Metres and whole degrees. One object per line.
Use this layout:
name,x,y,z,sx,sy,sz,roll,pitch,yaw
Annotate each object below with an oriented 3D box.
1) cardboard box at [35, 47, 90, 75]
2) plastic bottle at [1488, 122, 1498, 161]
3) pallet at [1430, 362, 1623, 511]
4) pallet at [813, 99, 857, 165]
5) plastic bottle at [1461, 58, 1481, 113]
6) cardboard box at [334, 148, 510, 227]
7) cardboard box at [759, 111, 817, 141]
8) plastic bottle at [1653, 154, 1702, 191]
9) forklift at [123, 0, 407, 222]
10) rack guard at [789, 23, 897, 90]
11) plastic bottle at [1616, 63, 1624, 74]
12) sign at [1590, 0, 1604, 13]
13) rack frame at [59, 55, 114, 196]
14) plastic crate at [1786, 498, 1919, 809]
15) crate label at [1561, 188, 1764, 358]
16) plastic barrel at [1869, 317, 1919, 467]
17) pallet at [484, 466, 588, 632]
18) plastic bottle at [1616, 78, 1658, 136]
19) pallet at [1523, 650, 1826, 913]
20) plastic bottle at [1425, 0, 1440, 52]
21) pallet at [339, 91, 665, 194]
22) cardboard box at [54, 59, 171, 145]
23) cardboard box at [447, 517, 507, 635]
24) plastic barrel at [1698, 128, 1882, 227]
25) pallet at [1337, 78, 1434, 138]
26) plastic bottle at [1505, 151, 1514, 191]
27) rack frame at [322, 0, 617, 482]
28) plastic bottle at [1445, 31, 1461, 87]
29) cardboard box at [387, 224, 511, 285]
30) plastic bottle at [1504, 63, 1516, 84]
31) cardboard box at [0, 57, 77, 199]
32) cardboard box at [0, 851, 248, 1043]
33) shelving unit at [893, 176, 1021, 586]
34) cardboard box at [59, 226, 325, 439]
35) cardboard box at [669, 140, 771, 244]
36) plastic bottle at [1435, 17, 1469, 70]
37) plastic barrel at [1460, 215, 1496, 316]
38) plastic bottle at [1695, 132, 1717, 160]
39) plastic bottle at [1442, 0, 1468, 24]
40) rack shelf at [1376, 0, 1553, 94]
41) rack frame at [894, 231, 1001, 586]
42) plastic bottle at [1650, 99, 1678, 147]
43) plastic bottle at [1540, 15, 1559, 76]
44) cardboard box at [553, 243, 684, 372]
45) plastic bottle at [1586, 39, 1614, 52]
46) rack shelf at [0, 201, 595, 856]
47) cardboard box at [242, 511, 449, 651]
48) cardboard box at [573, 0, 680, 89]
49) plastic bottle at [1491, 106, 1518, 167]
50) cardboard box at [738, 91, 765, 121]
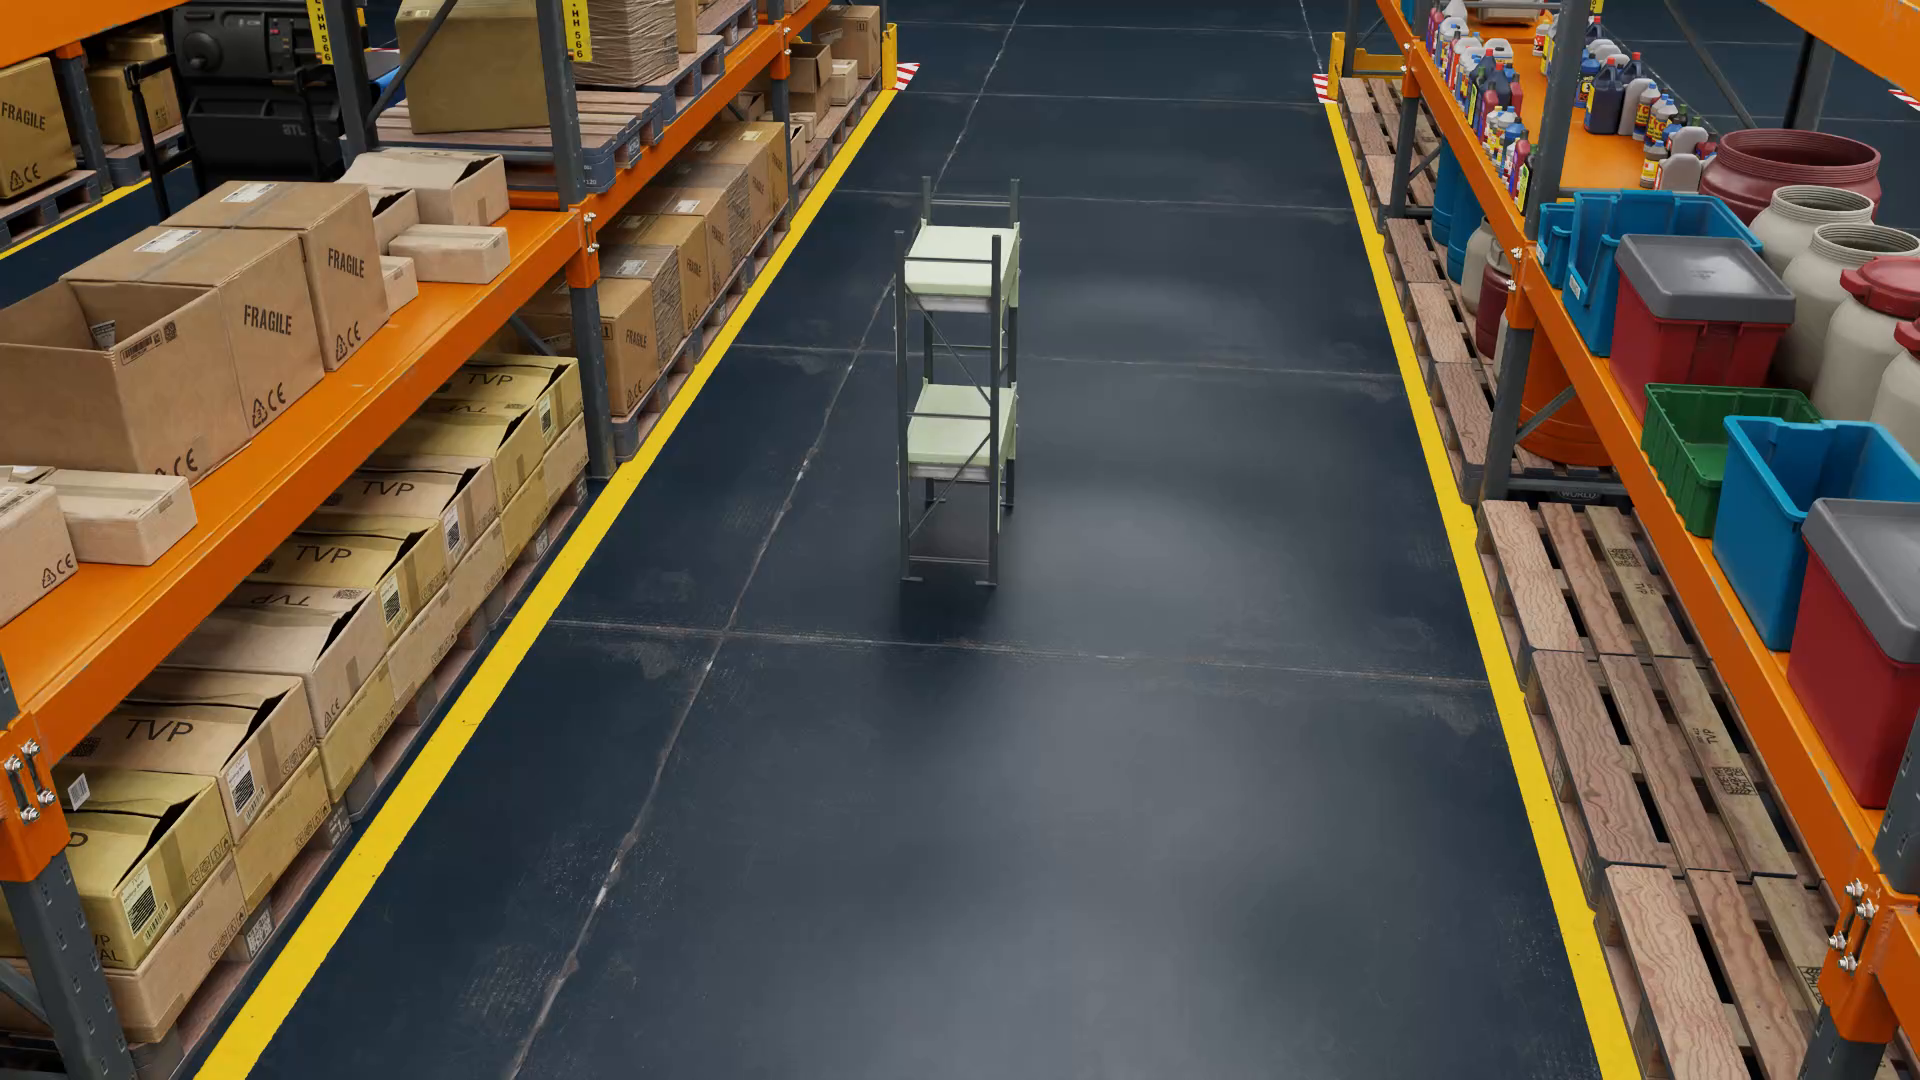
cardboard box,-6.572,-3.479,12.054,0.380,0.149,0.250,3,28,6
plastic bottle,2.538,-1.880,7.786,0.097,0.201,0.097,0,28,0
pallet,2.847,-0.507,7.968,1.003,0.211,1.213,3,28,6
pallet,-1.402,-3.205,12.976,1.003,0.211,1.213,3,28,6
plastic bottle,2.652,-2.348,8.581,0.097,0.271,0.097,0,28,0
cardboard box,-2.212,-1.443,6.859,0.500,0.311,0.500,5,29,9
cardboard box,-1.272,-3.073,12.314,0.380,0.166,0.250,3,28,6
plastic bottle,3.014,-1.500,7.003,0.152,0.276,0.135,3,28,6
forklift,-4.134,-2.855,9.459,1.130,2.935,3.031,3,28,5
rack guard,-1.153,-4.280,14.668,1.175,0.500,0.348,3,28,6
plastic bottle,3.339,-2.286,8.465,0.097,0.271,0.097,0,28,0
sign,3.827,-3.333,9.982,0.100,0.325,0.005,3,28,6
rack frame,-6.551,-3.820,11.177,1.000,3.000,0.127,3,28,6
plastic crate,2.057,0.248,3.560,0.402,0.464,0.583,3,28,6
crate label,2.401,-0.925,5.766,0.502,0.435,0.616,3,28,6
plastic barrel,2.726,-0.321,4.540,0.433,0.535,0.433,0,28,0
pallet,-2.264,-0.038,7.097,1.003,0.211,1.213,3,28,6
plastic bottle,3.335,-2.144,8.198,0.152,0.276,0.135,3,28,6
pallet,2.506,0.802,5.539,1.003,0.211,1.213,3,28,6
plastic bottle,2.813,-3.045,9.862,0.061,0.283,0.133,3,28,6
pallet,-2.111,-1.889,7.796,1.213,0.211,1.003,3,28,6
cardboard box,-6.357,-3.250,12.313,0.700,0.500,0.500,4,29,7
cardboard box,-2.071,0.116,6.328,0.500,0.250,0.500,4,29,7
plastic barrel,3.035,-1.185,6.143,0.600,0.536,0.708,3,28,6
pallet,3.632,-3.513,13.548,1.003,0.211,1.213,3,28,6
plastic bottle,2.478,-1.651,7.361,0.097,0.201,0.097,0,28,0
rack frame,-2.124,-1.651,7.151,1.000,3.000,0.127,3,28,6
plastic bottle,2.705,-2.627,9.086,0.061,0.283,0.133,3,28,6
cardboard box,-1.960,-1.101,6.395,0.380,0.149,0.250,3,28,6
plastic bottle,2.783,-2.293,8.480,0.097,0.271,0.097,0,28,0
cardboard box,-6.501,-2.745,11.005,0.750,0.750,0.750,4,29,7
cardboard box,-2.319,1.082,4.534,0.500,0.250,0.500,3,28,5
shelving unit,-0.001,-0.657,6.888,0.431,1.500,0.755,3,28,6
cardboard box,-2.378,-0.656,5.200,0.500,0.500,0.500,3,28,6
cardboard box,-1.479,-2.146,10.241,0.500,0.500,0.500,3,29,6
plastic bottle,2.802,-2.821,9.455,0.152,0.276,0.135,3,28,6
plastic barrel,2.953,-1.484,9.023,0.421,0.512,0.421,0,28,0
plastic bottle,3.251,-1.647,7.267,0.061,0.283,0.133,3,28,6
plastic bottle,2.912,-3.056,9.812,0.144,0.351,0.185,3,28,6
rack shelf,3.527,-3.869,12.027,1.077,0.370,4.000,3,28,6
rack frame,-0.046,-0.485,6.569,0.400,1.500,0.023,3,28,6
plastic bottle,3.308,-1.931,7.808,0.097,0.271,0.097,0,28,0
plastic bottle,3.351,-2.779,9.297,0.144,0.351,0.185,3,28,6
cardboard box,-1.726,-1.188,8.465,0.500,0.500,0.500,2,28,4
plastic bottle,3.448,-2.576,8.999,0.152,0.276,0.135,3,28,6
rack shelf,-2.369,-0.392,5.574,1.077,0.370,4.000,3,28,6
cardboard box,-2.129,0.107,5.753,0.500,0.311,0.500,4,29,8
cardboard box,-1.857,-2.602,8.369,0.700,0.500,0.500,9,30,16
plastic bottle,2.526,-1.865,7.684,0.097,0.271,0.097,0,28,0
cardboard box,-1.754,-3.181,12.363,0.500,0.311,0.500,3,28,6
